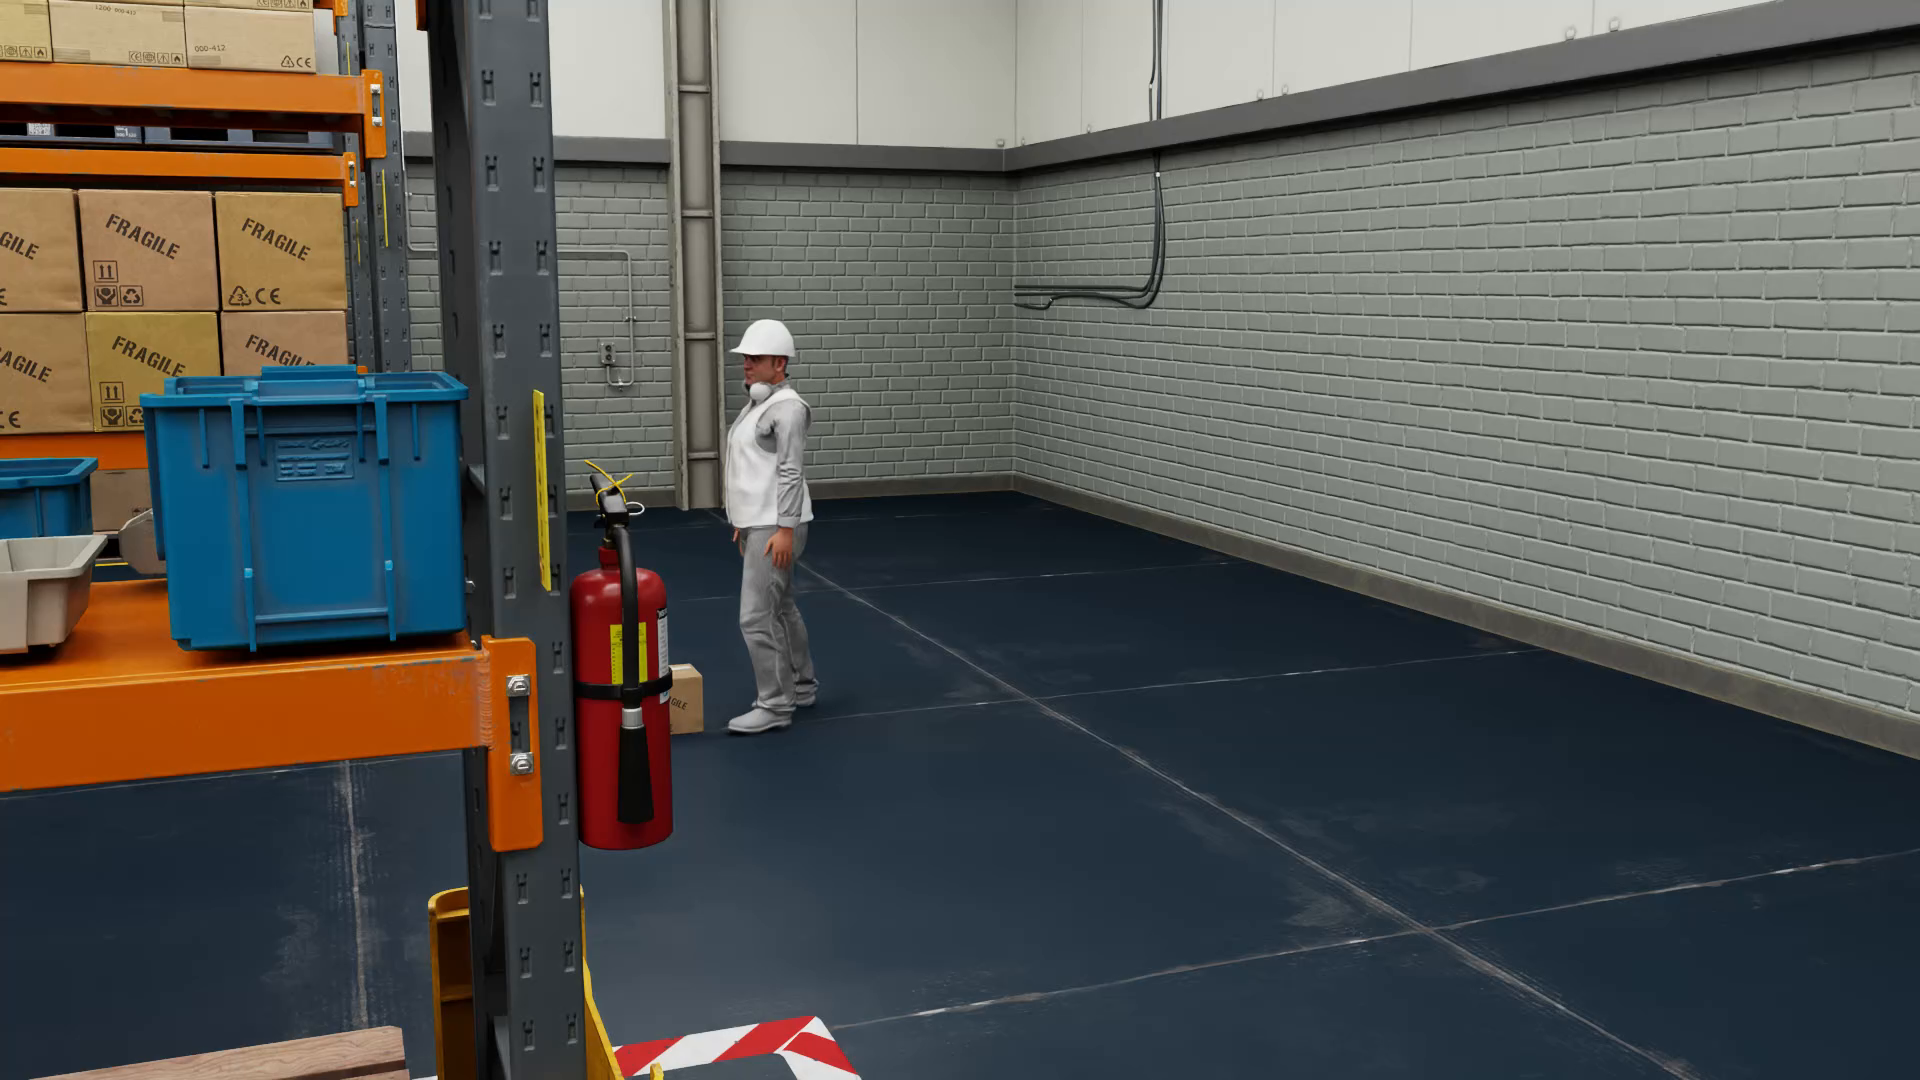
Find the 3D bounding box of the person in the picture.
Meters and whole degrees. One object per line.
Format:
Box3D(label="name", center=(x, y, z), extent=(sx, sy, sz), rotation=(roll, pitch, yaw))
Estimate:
Box3D(label="person", center=(-0.831, -0.061, 7.282), extent=(0.498, 1.792, 0.572), rotation=(-3, 9, -21))
